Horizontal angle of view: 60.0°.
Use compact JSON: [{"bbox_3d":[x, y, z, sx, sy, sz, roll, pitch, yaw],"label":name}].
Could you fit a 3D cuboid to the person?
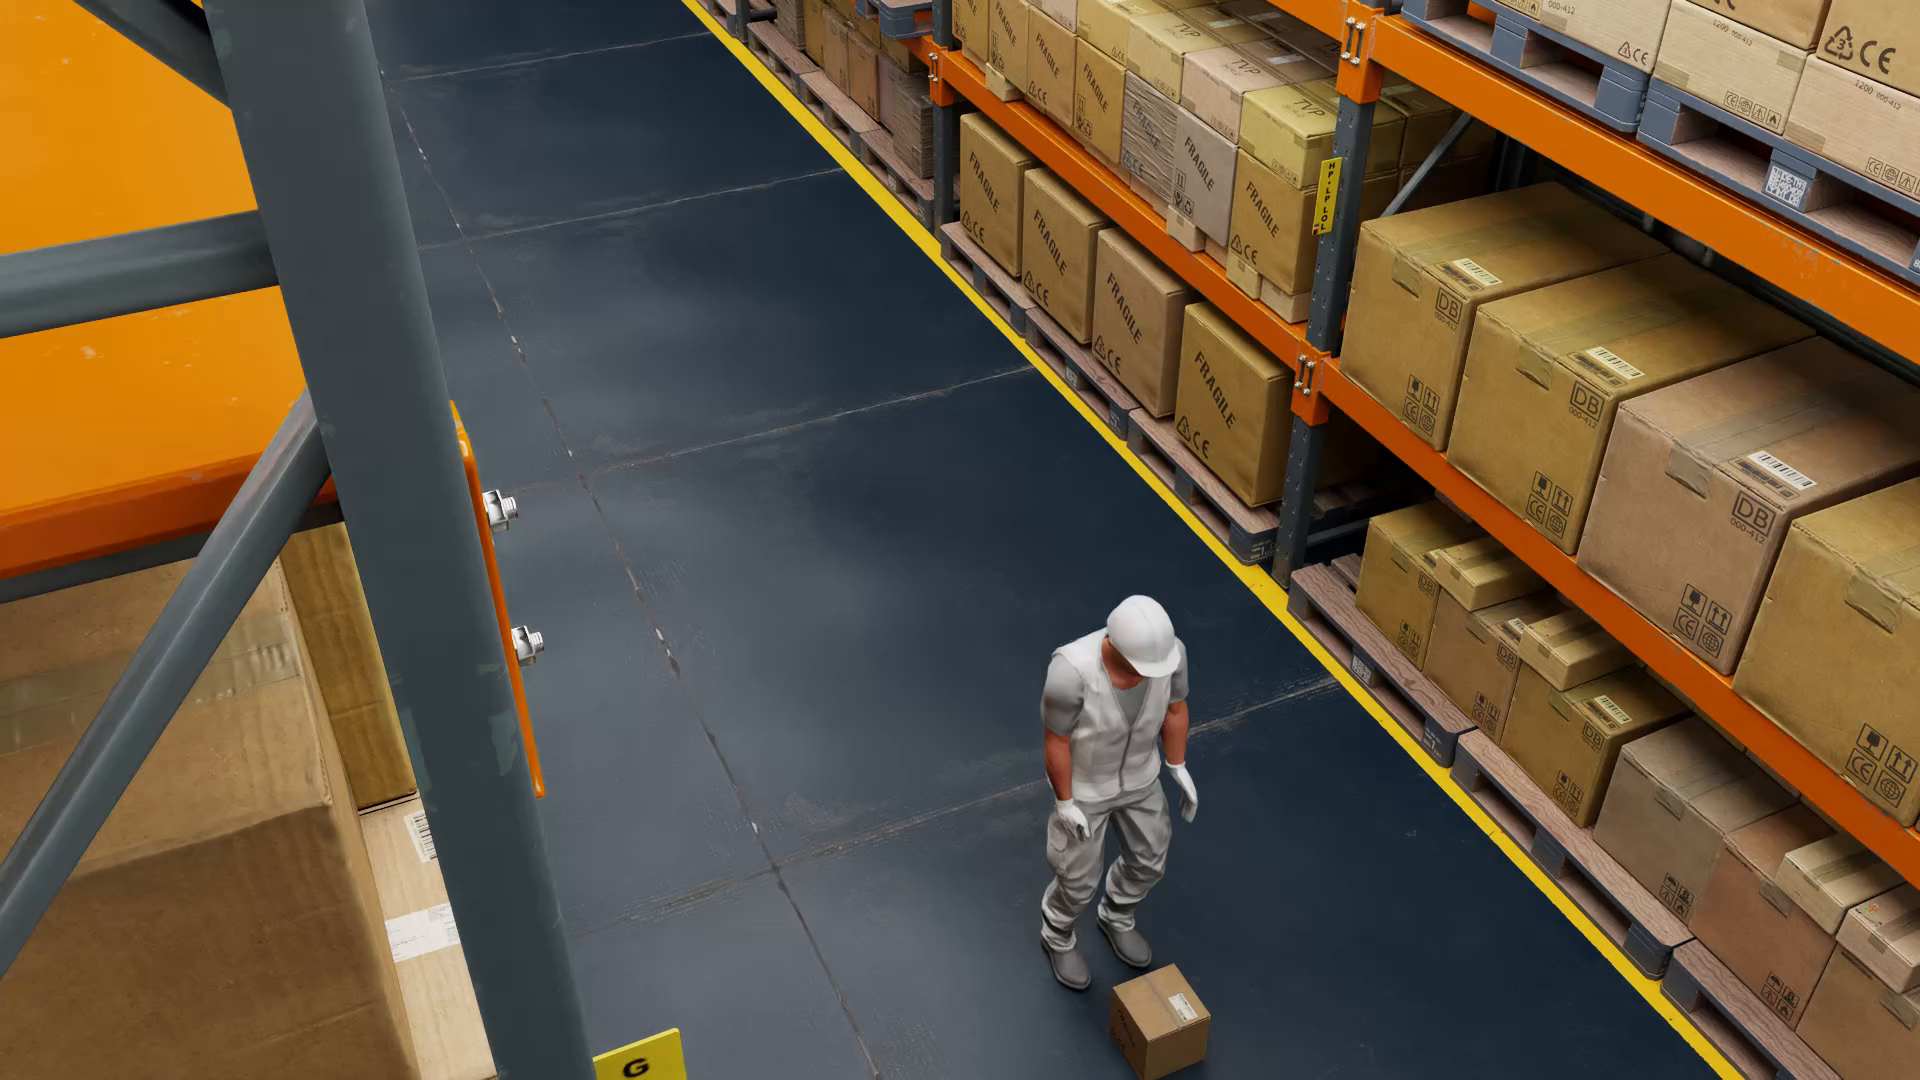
[{"bbox_3d":[0.540,0.851,5.743,0.541,1.744,0.443,-15,39,-19],"label":"person"}]
